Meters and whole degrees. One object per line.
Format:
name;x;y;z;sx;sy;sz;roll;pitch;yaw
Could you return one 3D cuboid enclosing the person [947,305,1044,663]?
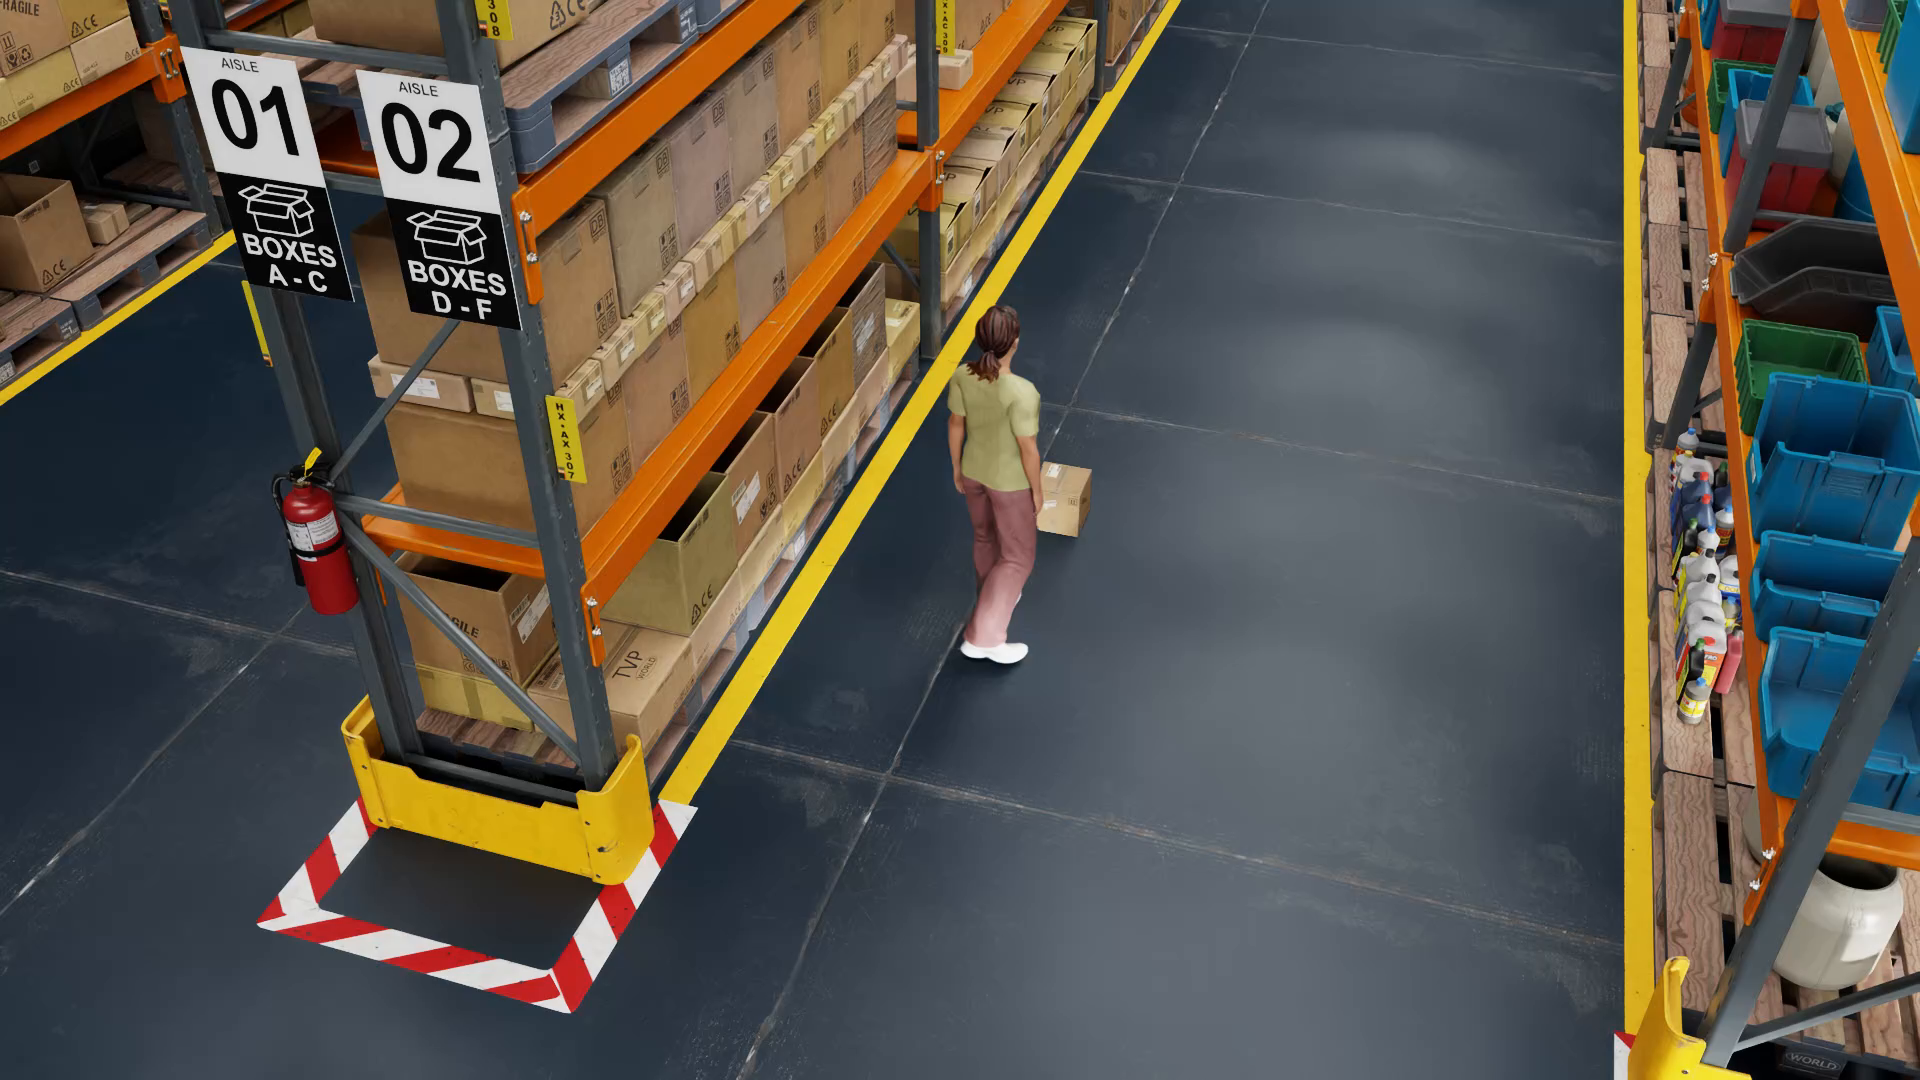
person;0.164;-0.243;7.208;0.484;1.673;0.591;27;45;31
